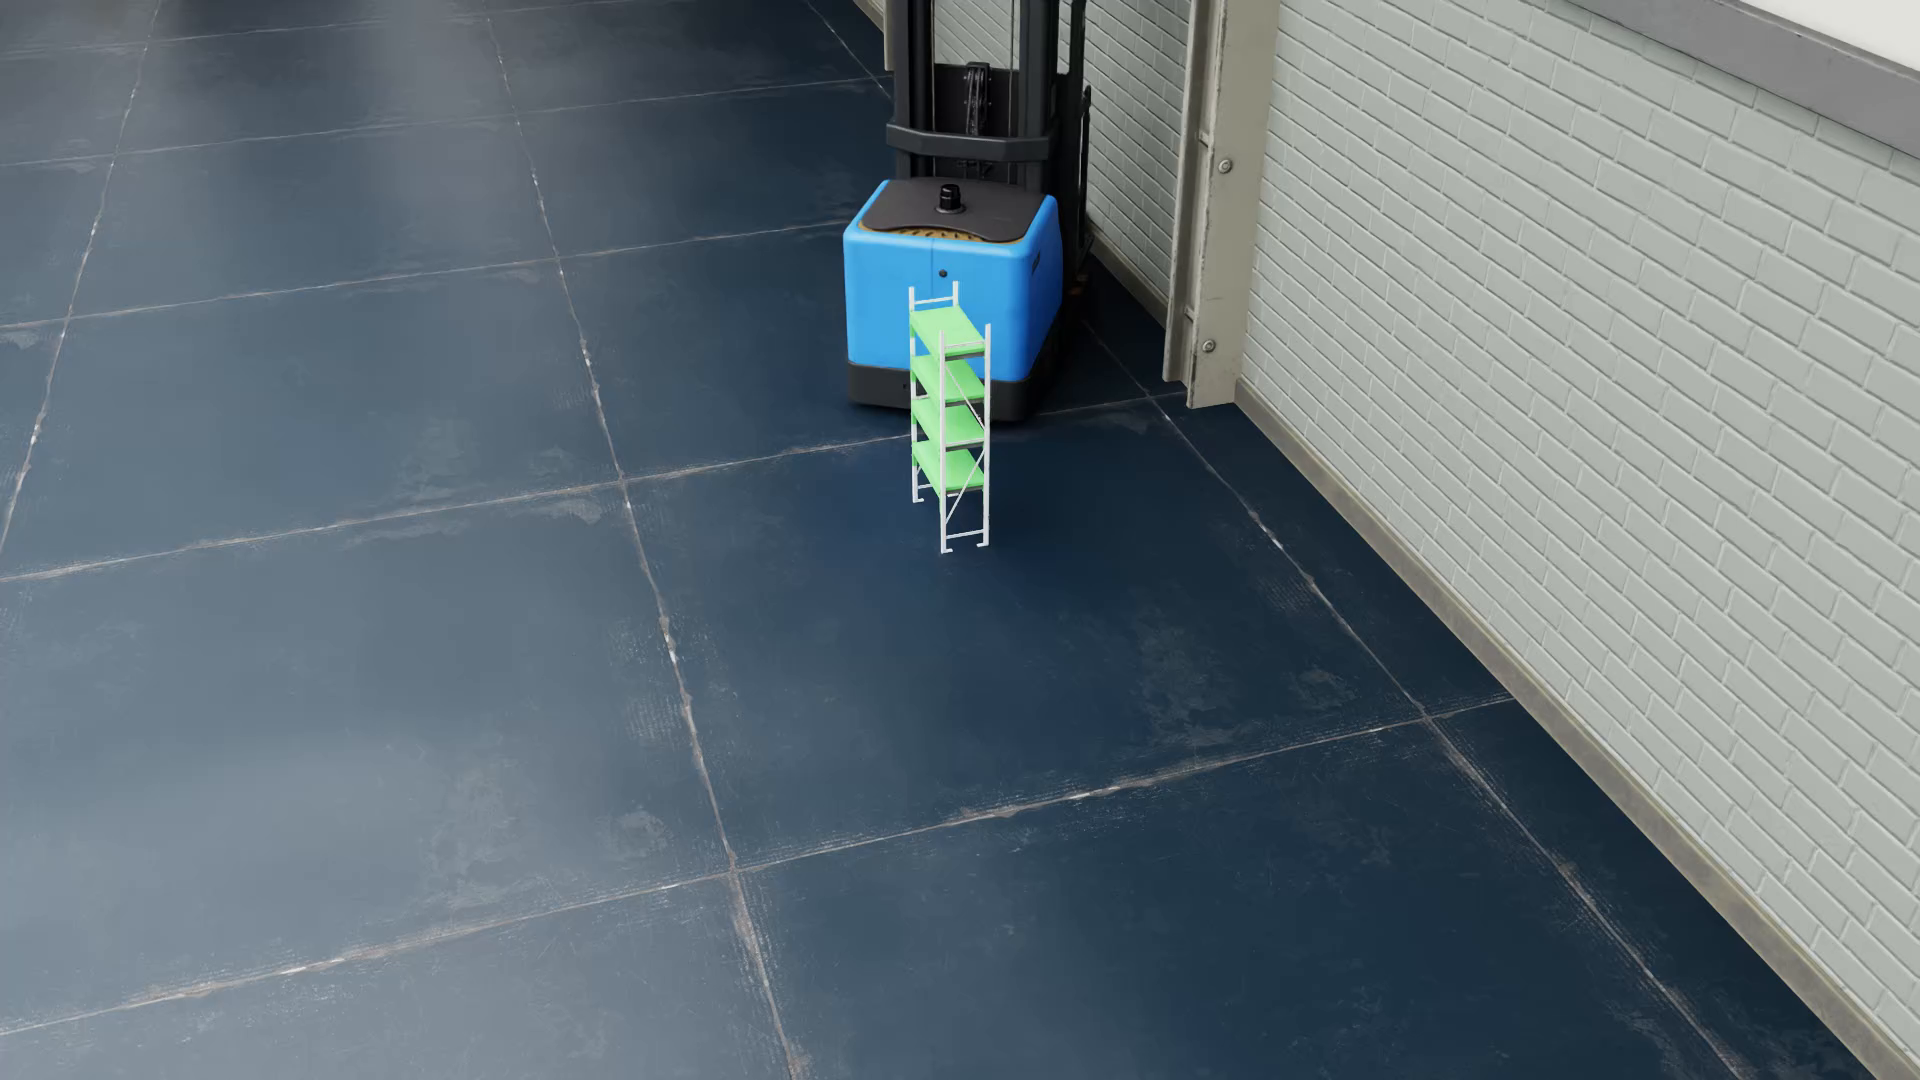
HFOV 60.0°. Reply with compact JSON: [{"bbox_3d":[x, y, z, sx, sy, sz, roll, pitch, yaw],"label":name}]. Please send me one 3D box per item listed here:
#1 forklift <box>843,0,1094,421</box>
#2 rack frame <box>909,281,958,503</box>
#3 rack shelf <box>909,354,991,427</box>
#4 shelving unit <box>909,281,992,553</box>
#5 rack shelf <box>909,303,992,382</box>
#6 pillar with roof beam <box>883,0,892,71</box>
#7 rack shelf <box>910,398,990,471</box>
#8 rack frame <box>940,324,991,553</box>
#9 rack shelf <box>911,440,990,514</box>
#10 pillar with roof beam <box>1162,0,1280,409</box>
[{"bbox_3d":[0.211,-2.680,9.646,1.130,2.935,3.031,8,34,11],"label":"forklift"},{"bbox_3d":[-0.125,-0.716,8.245,0.240,1.200,0.015,-10,35,-15],"label":"rack frame"},{"bbox_3d":[-0.051,-0.734,7.954,0.258,0.148,0.480,-10,35,-15],"label":"rack shelf"},{"bbox_3d":[-0.051,-0.587,8.051,0.258,1.200,0.503,-10,35,-15],"label":"shelving unit"},{"bbox_3d":[-0.051,-0.935,7.821,0.258,0.148,0.480,-10,35,-15],"label":"rack shelf"},{"bbox_3d":[-4.548,-7.049,10.754,9.100,9.000,0.400,-10,35,-15],"label":"pillar with roof beam"},{"bbox_3d":[-0.051,-0.534,8.086,0.258,0.148,0.480,-10,35,-15],"label":"rack shelf"},{"bbox_3d":[0.024,-0.459,7.857,0.240,1.200,0.015,-10,35,-15],"label":"rack frame"},{"bbox_3d":[-0.051,-0.334,8.218,0.258,0.148,0.480,-10,35,-15],"label":"rack shelf"},{"bbox_3d":[-2.718,-3.898,5.987,9.100,9.000,0.400,-10,35,-15],"label":"pillar with roof beam"}]
